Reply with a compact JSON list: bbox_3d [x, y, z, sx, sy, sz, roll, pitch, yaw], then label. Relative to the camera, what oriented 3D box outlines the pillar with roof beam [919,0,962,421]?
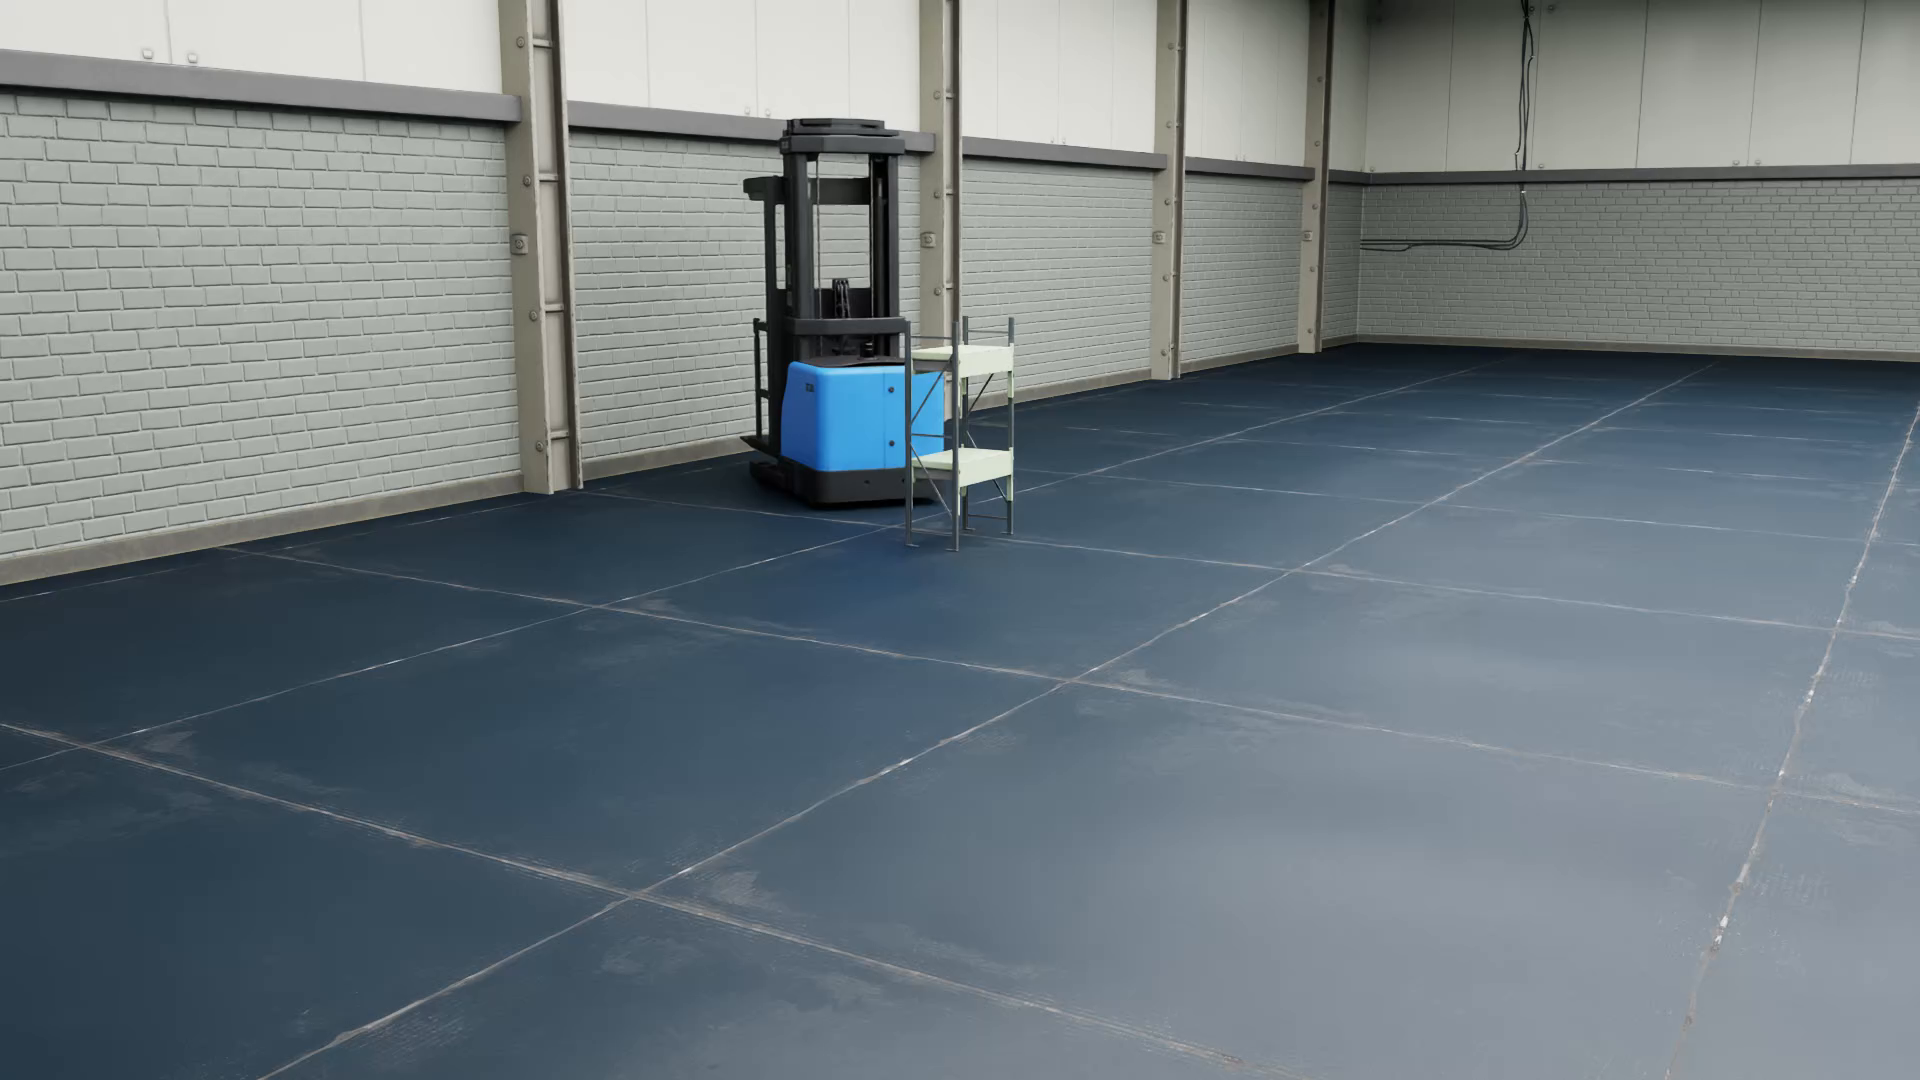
[{"bbox_3d":[3.473,-5.367,15.580,9.100,9.000,0.400,6,12,31],"label":"pillar with roof beam"}]

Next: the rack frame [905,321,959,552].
[{"bbox_3d":[-0.187,-0.681,10.929,0.400,1.500,0.023,6,12,31],"label":"rack frame"}]

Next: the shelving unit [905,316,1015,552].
[{"bbox_3d":[0.003,-0.738,11.236,0.431,1.500,0.755,6,12,31],"label":"shelving unit"}]

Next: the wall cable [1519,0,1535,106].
[{"bbox_3d":[10.995,-8.700,28.099,3.097,2.526,0.112,6,12,31],"label":"wall cable"}]

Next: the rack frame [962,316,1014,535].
[{"bbox_3d":[0.193,-0.796,11.544,0.400,1.500,0.023,6,12,31],"label":"rack frame"}]

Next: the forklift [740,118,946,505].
[{"bbox_3d":[-1.131,-1.933,13.730,1.130,2.935,3.031,-4,11,-22],"label":"forklift"}]

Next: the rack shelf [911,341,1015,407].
[{"bbox_3d":[0.003,-1.122,11.164,0.431,0.370,0.720,6,12,31],"label":"rack shelf"}]

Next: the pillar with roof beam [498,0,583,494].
[{"bbox_3d":[0.357,-4.423,10.540,9.100,9.000,0.400,6,12,31],"label":"pillar with roof beam"}]

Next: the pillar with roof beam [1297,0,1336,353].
[{"bbox_3d":[9.703,-7.254,25.661,9.100,9.000,0.400,6,12,31],"label":"pillar with roof beam"}]

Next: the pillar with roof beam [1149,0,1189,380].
[{"bbox_3d":[6.588,-6.310,20.621,9.100,9.000,0.400,6,12,31],"label":"pillar with roof beam"}]

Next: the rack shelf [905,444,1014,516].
[{"bbox_3d":[0.003,-0.418,11.296,0.431,0.370,0.720,6,12,31],"label":"rack shelf"}]

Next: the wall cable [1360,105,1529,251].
[{"bbox_3d":[8.683,-6.476,29.944,3.097,2.526,0.112,6,12,31],"label":"wall cable"}]
